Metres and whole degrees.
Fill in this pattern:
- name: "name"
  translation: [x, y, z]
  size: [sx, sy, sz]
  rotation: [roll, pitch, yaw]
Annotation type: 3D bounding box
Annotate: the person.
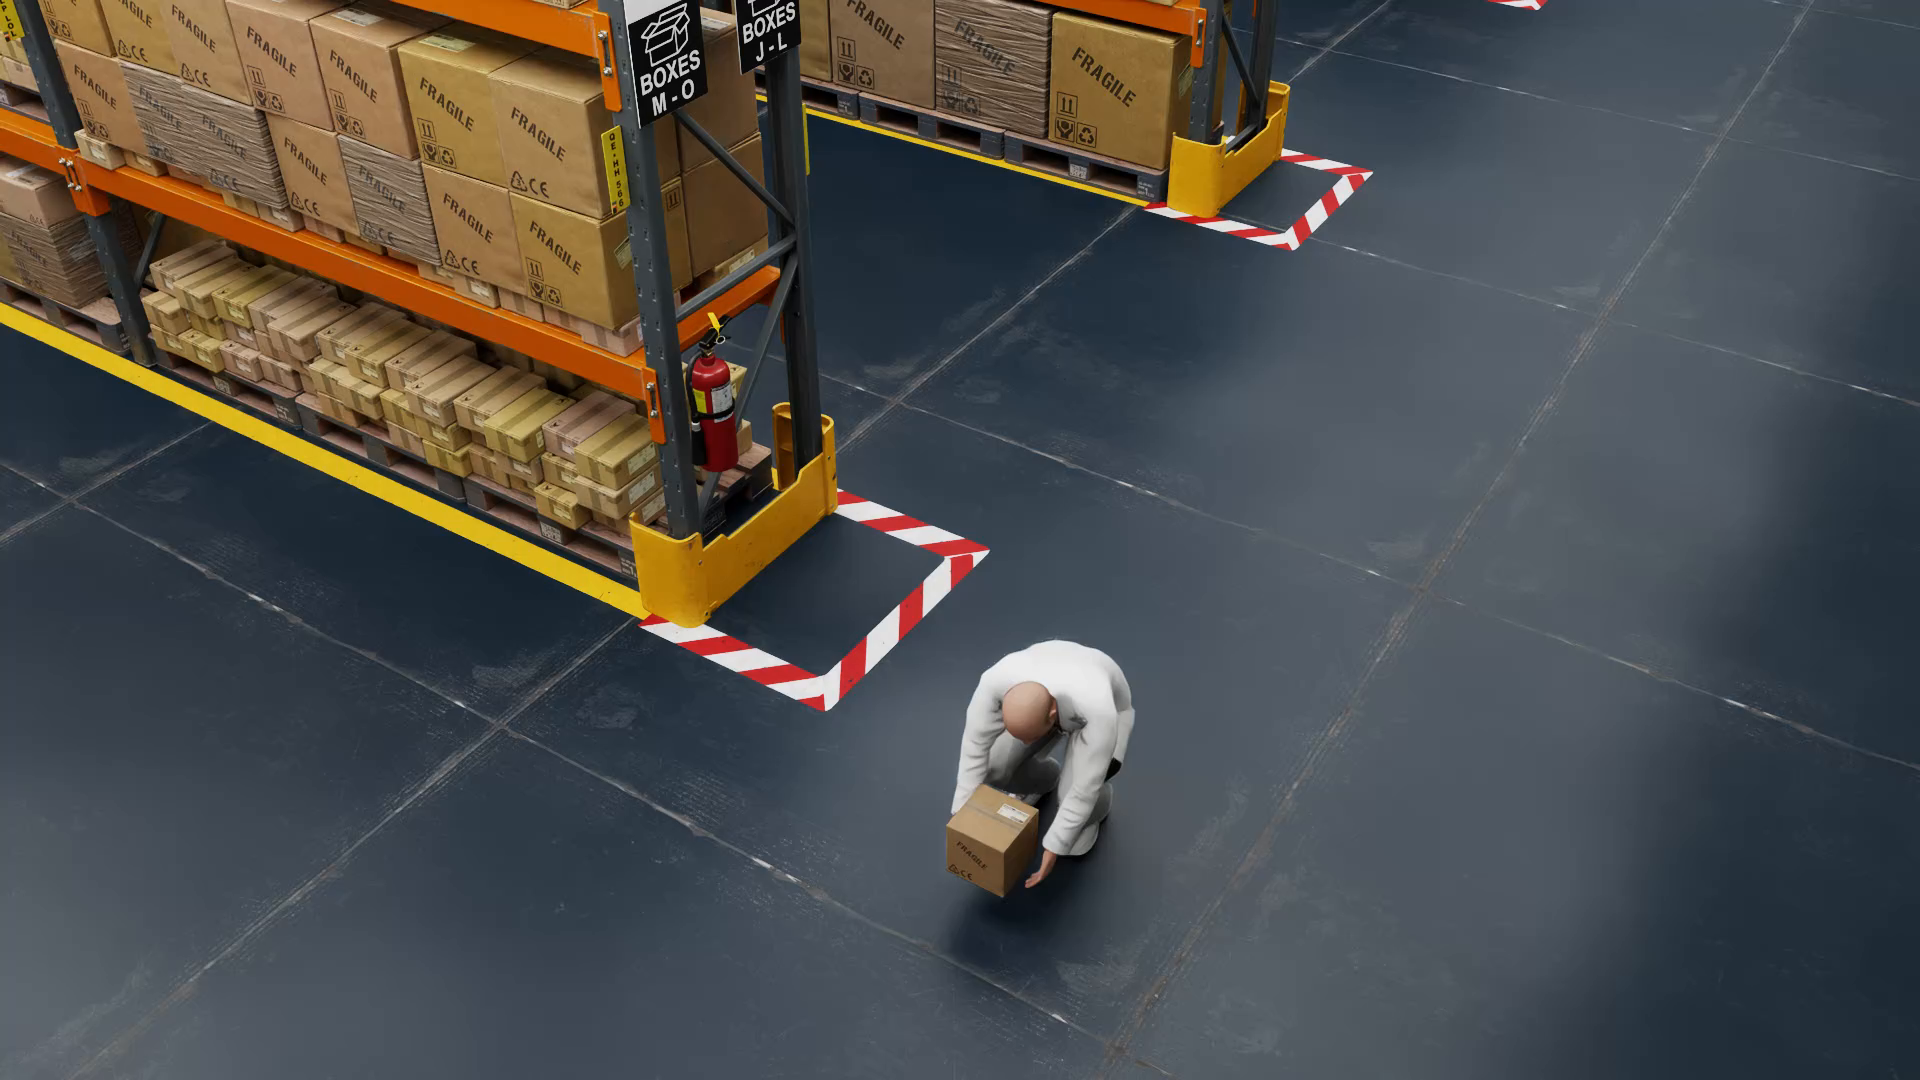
- name: "person"
  translation: [0.347, 0.773, 6.312]
  size: [0.611, 1.029, 0.899]
  rotation: [21, 43, 25]
